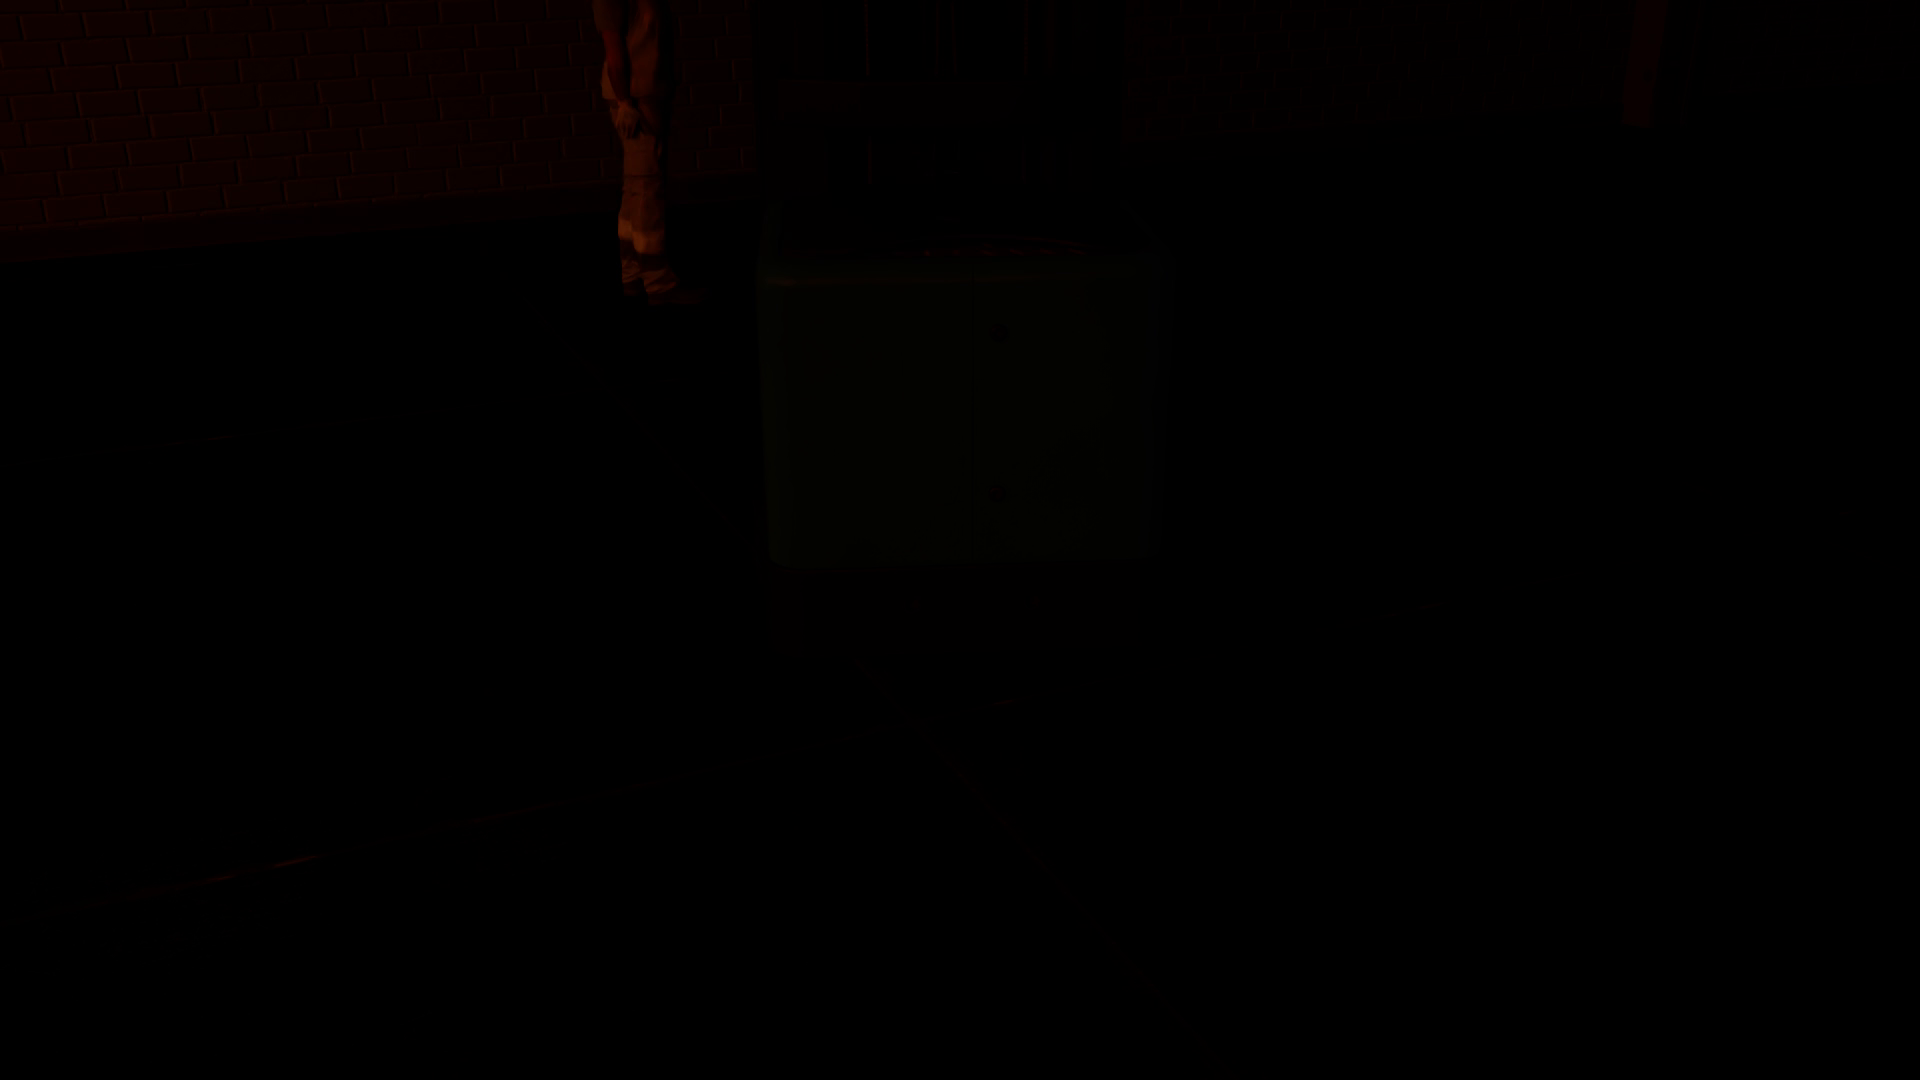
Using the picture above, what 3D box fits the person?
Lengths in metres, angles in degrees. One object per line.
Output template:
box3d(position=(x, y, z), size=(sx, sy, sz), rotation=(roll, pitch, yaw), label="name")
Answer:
box3d(position=(-1.384, -1.978, 7.544), size=(0.459, 1.794, 0.537), rotation=(1, 23, 2), label="person")

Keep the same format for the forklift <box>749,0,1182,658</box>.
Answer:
box3d(position=(-0.085, -1.580, 5.089), size=(1.130, 2.935, 3.031), rotation=(-2, 23, -4), label="forklift")
